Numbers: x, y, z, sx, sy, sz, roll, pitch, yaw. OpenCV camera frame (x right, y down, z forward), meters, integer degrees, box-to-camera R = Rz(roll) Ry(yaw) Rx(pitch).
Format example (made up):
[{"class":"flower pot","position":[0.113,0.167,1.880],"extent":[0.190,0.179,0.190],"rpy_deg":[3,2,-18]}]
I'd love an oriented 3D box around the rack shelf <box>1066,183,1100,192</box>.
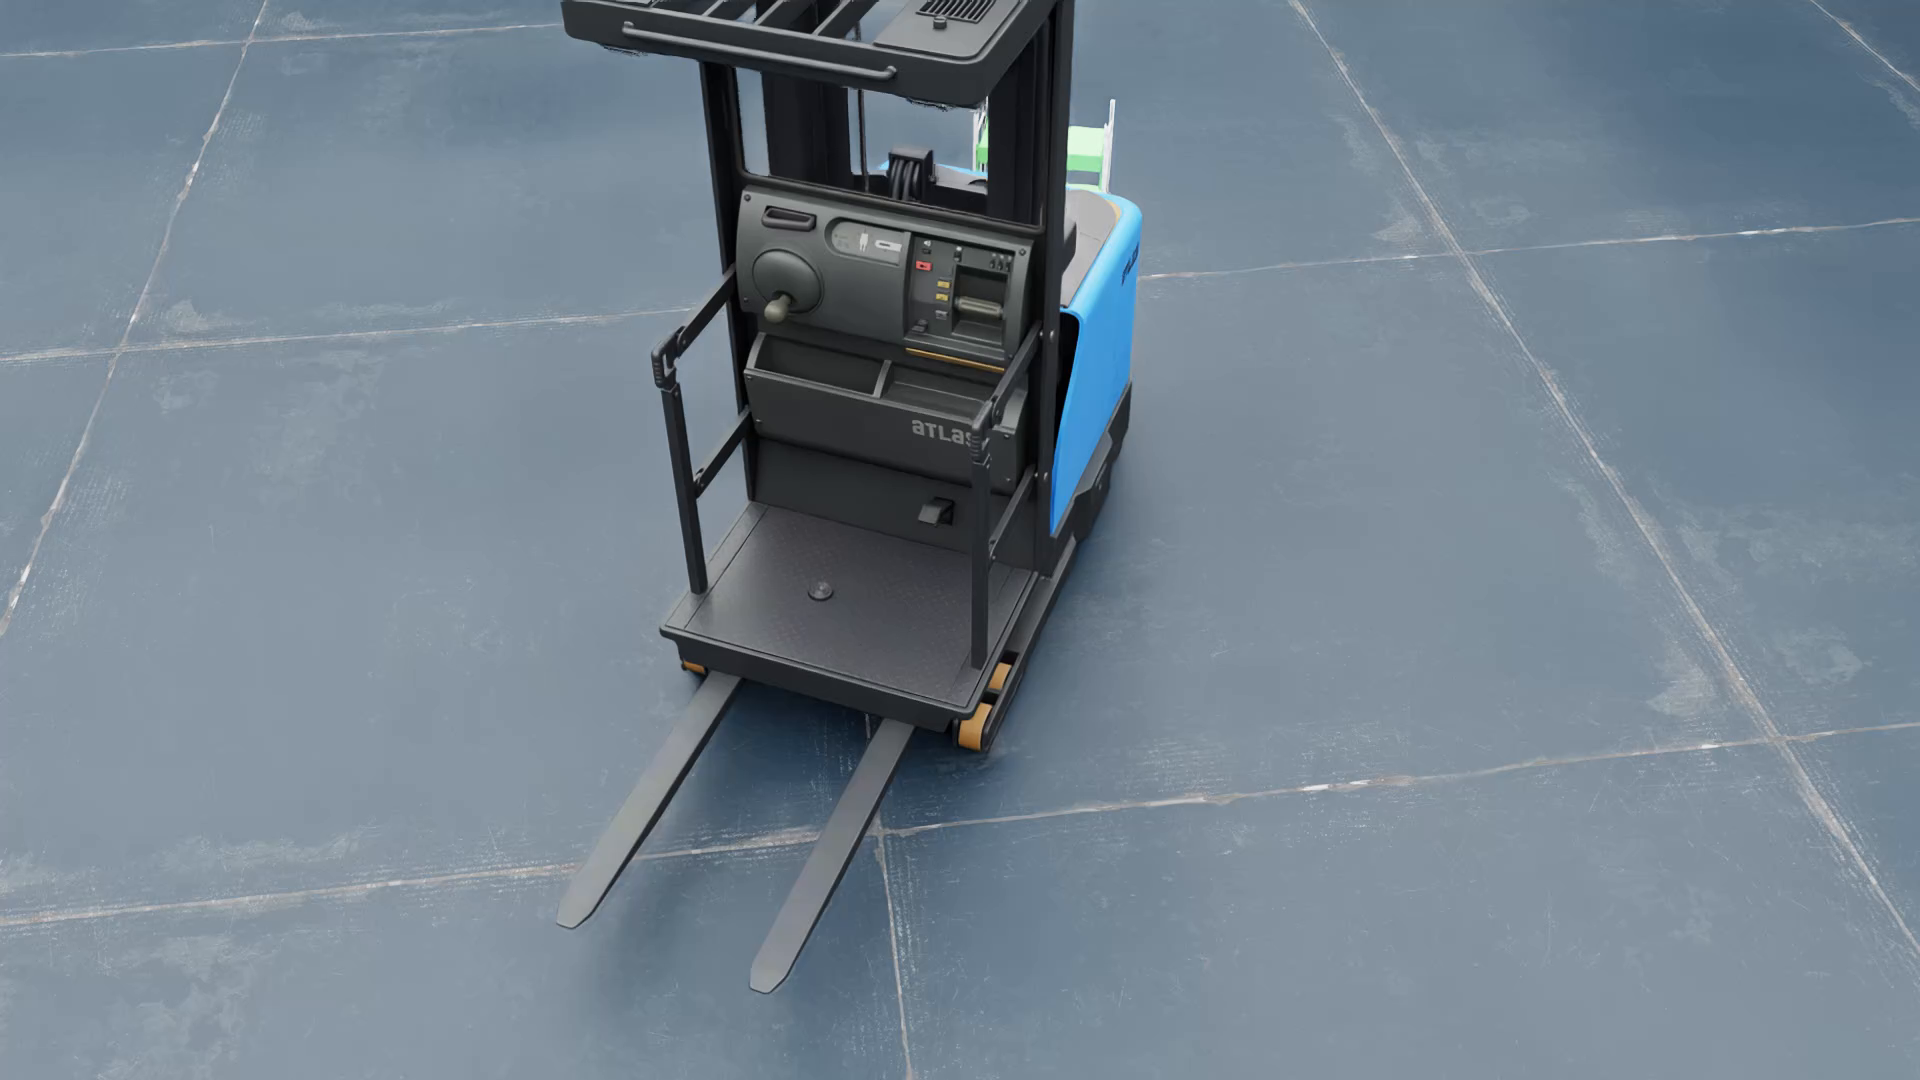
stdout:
[{"class":"rack shelf","position":[0.316,-1.293,6.514],"extent":[0.480,0.148,0.258],"rpy_deg":[7,39,7]}]

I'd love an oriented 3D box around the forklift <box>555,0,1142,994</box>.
[{"class":"forklift","position":[-0.312,-0.711,4.850],"extent":[1.130,2.935,3.031],"rpy_deg":[14,44,15]}]

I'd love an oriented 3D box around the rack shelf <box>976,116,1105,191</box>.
[{"class":"rack shelf","position":[0.318,-1.481,6.364],"extent":[0.480,0.148,0.258],"rpy_deg":[7,39,7]}]

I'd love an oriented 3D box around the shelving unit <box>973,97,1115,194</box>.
[{"class":"shelving unit","position":[0.314,-1.156,6.624],"extent":[0.503,1.200,0.258],"rpy_deg":[7,39,7]}]

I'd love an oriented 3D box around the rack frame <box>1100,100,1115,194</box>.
[{"class":"rack frame","position":[0.554,-1.128,6.594],"extent":[0.015,1.200,0.240],"rpy_deg":[7,39,7]}]

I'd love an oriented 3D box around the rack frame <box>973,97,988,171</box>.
[{"class":"rack frame","position":[0.073,-1.184,6.655],"extent":[0.015,1.200,0.240],"rpy_deg":[7,39,7]}]
